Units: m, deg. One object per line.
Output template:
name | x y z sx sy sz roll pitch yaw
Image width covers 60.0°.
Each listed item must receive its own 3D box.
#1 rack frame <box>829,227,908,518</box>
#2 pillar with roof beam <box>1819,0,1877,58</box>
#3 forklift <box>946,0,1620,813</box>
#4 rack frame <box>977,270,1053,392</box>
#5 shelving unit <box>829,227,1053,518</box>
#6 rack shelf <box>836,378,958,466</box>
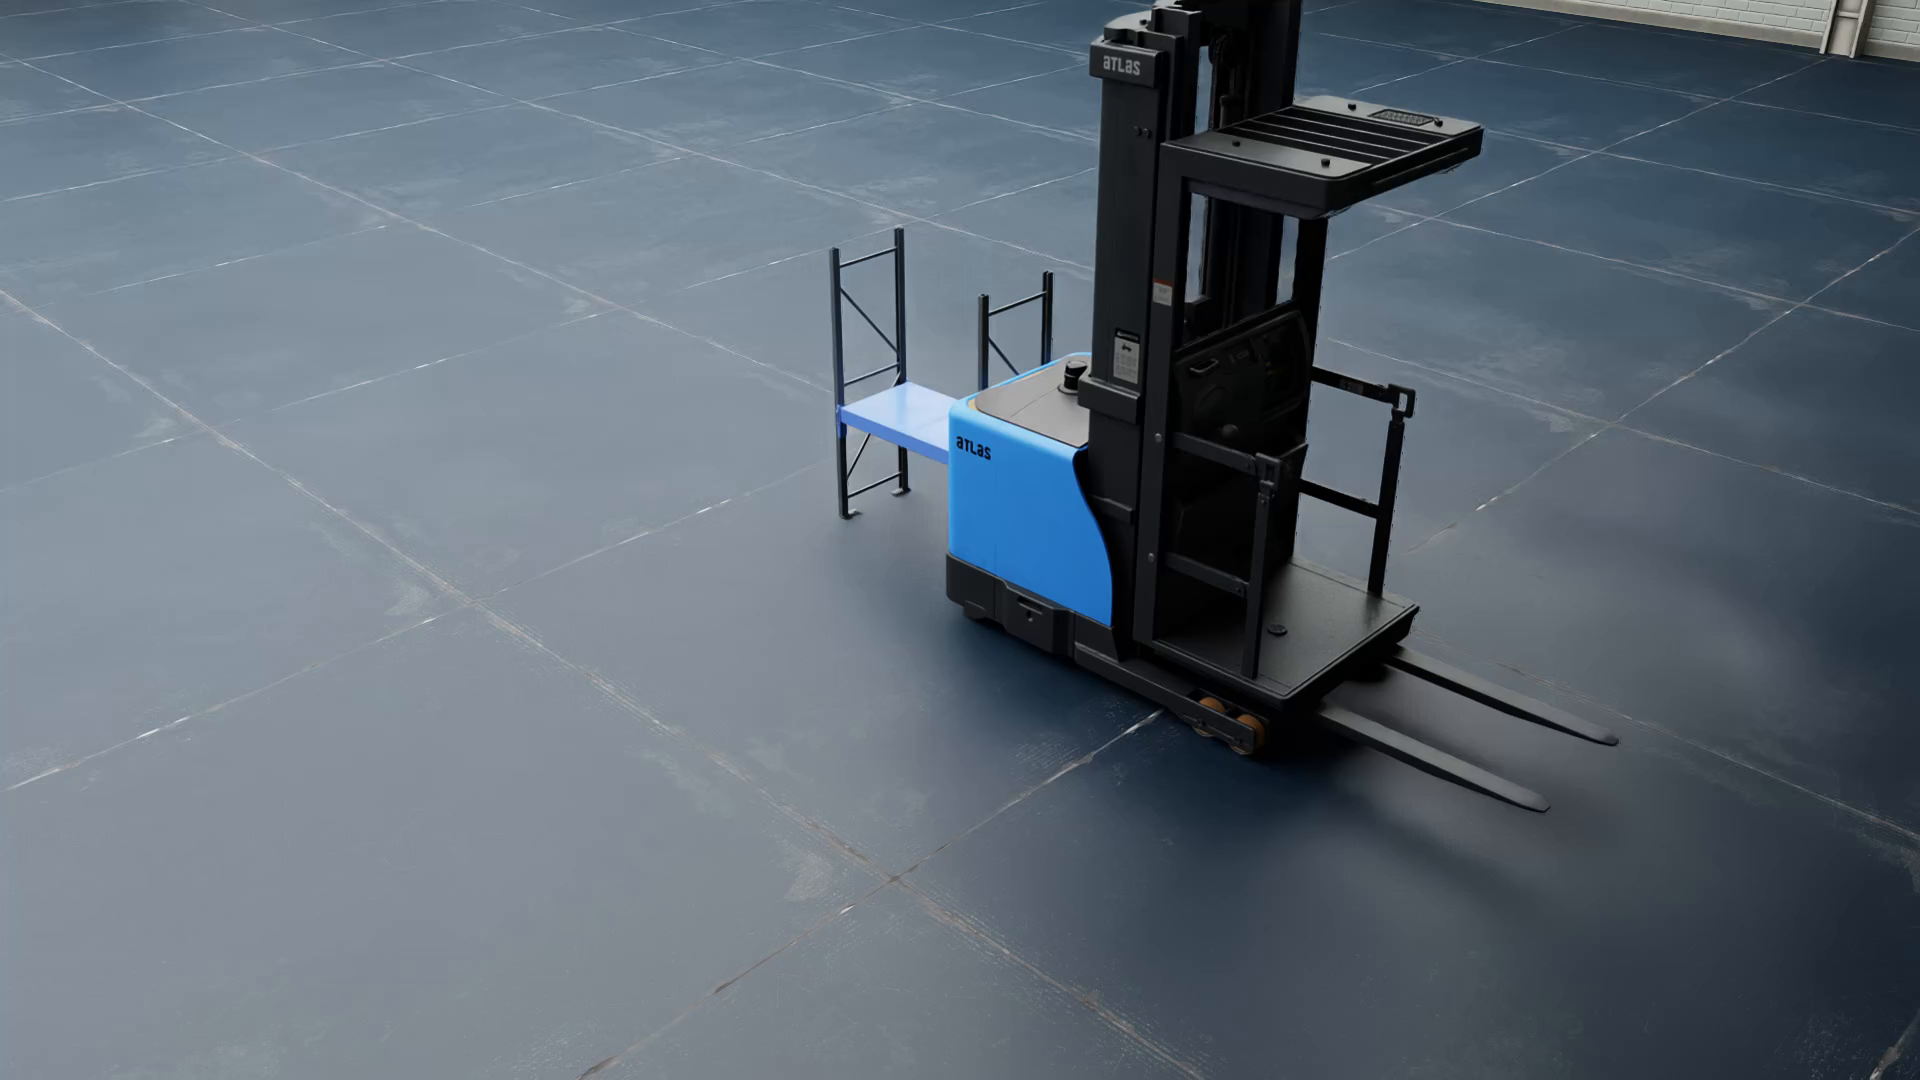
rack frame | -0.473 -0.871 8.794 0.032 1.500 0.500 24 36 38
pillar with roof beam | 7.438 -8.327 14.918 0.400 9.000 9.100 25 36 38
forklift | 1.346 -0.664 6.864 3.031 2.935 1.130 24 36 38
rack frame | 0.265 -0.545 8.175 0.032 1.500 0.500 24 36 38
shelving unit | -0.104 -0.708 8.484 1.048 1.500 0.538 24 36 38
rack shelf | -0.104 -0.549 8.568 1.000 0.185 0.538 24 36 38
